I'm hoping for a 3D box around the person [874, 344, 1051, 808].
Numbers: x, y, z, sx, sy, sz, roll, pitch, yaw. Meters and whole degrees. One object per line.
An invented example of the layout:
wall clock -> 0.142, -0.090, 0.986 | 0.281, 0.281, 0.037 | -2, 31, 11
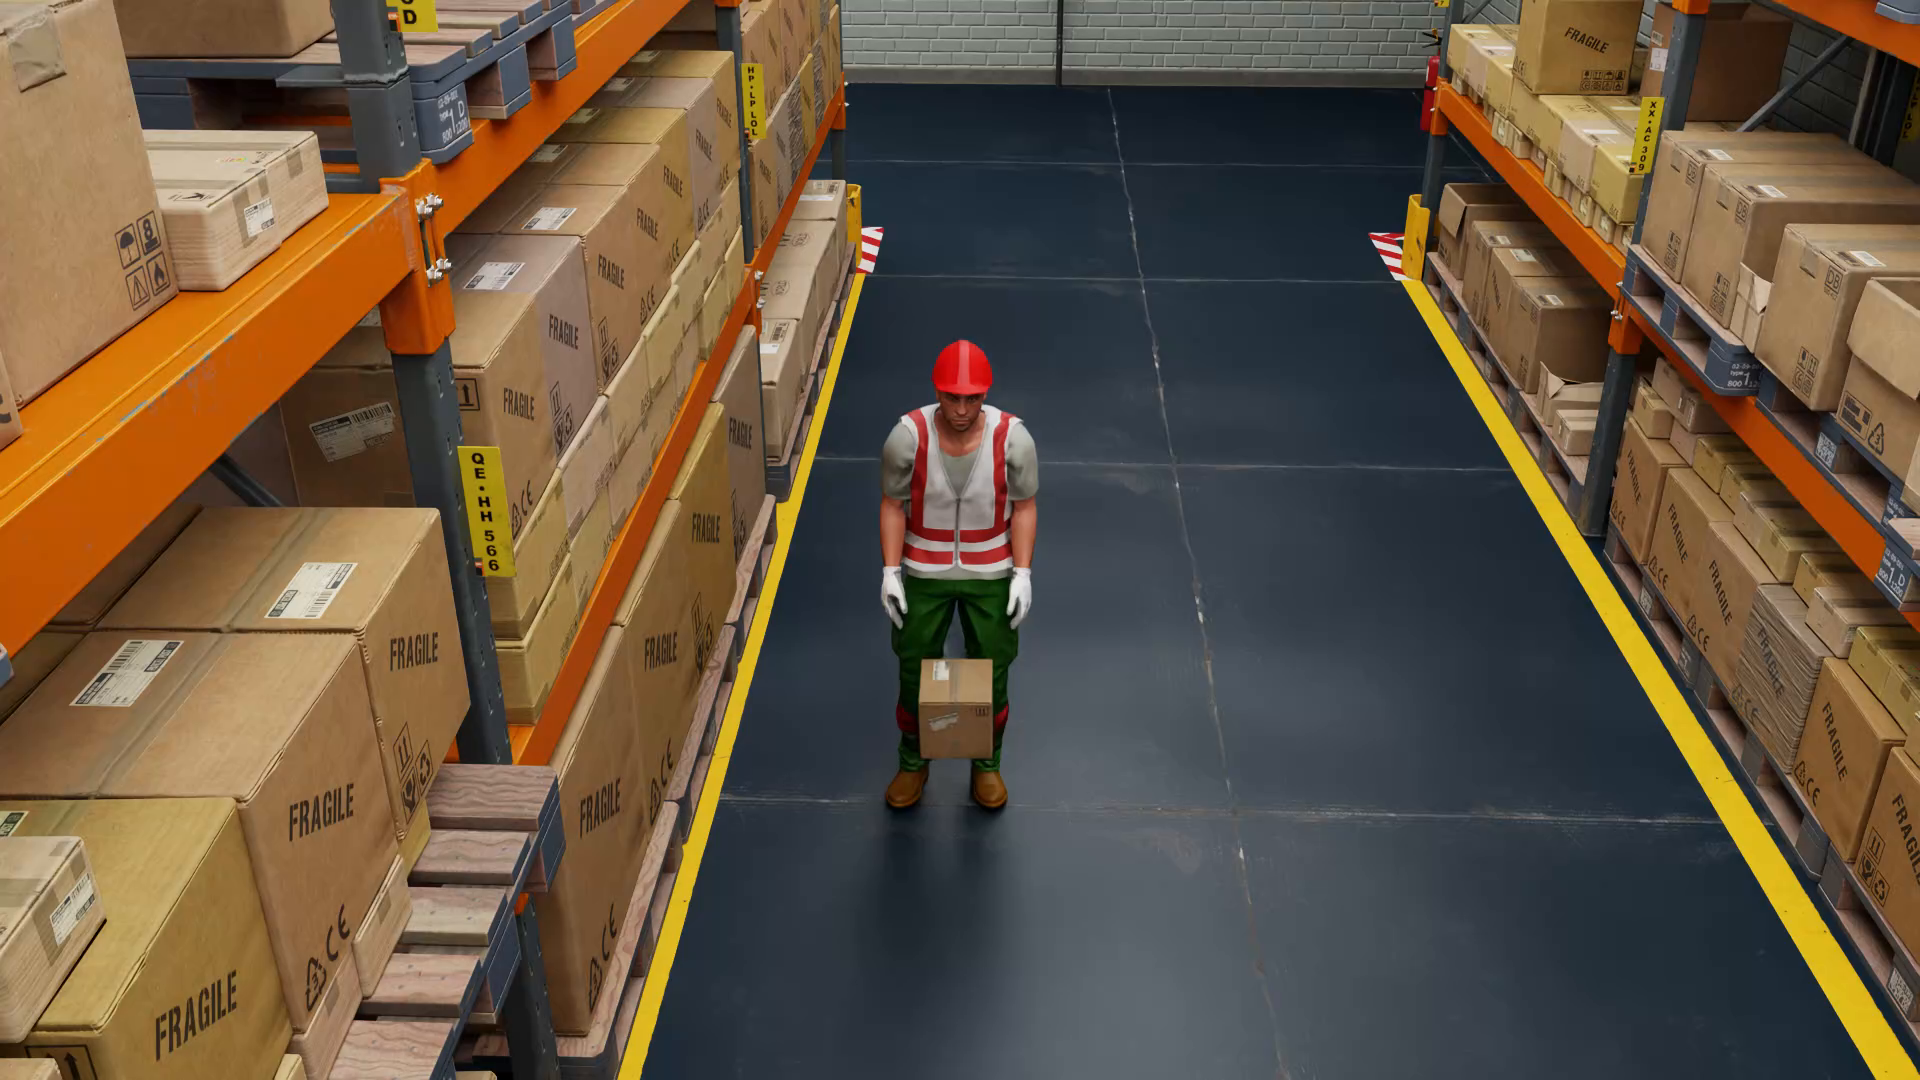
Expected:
person -> 0.009, 0.140, 5.837 | 0.621, 1.780, 0.445 | 0, 28, 0
